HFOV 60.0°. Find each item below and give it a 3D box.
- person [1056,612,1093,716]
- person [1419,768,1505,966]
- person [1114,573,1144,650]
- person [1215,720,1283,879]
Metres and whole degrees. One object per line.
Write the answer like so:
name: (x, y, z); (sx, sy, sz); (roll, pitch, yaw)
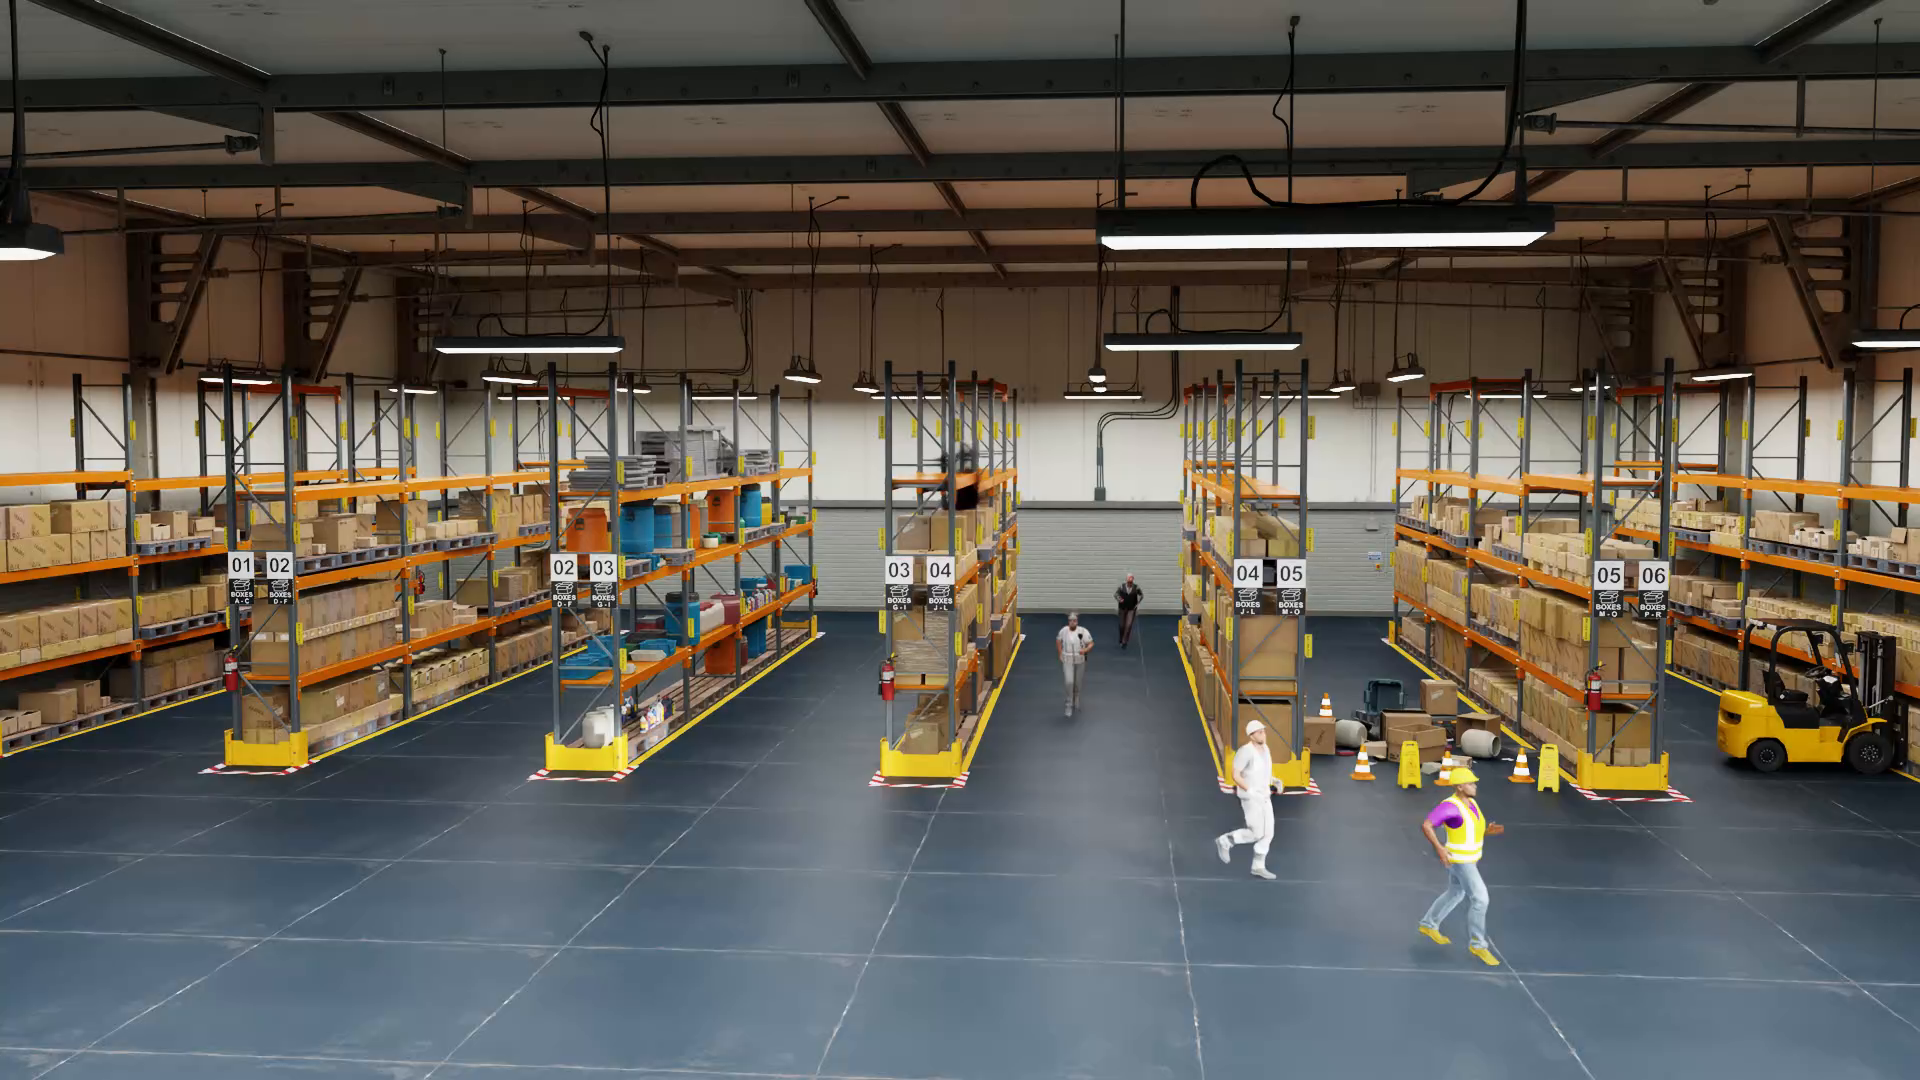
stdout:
person: (2.037, 2.172, 29.510); (0.655, 1.827, 0.820); (0, 4, 1)
person: (4.764, 3.070, 15.813); (0.820, 1.821, 0.677); (2, 4, 32)
person: (3.895, 1.628, 38.433); (0.671, 1.729, 0.858); (1, 4, 11)
person: (3.282, 2.901, 18.780); (0.700, 1.765, 0.657); (3, 5, 43)
